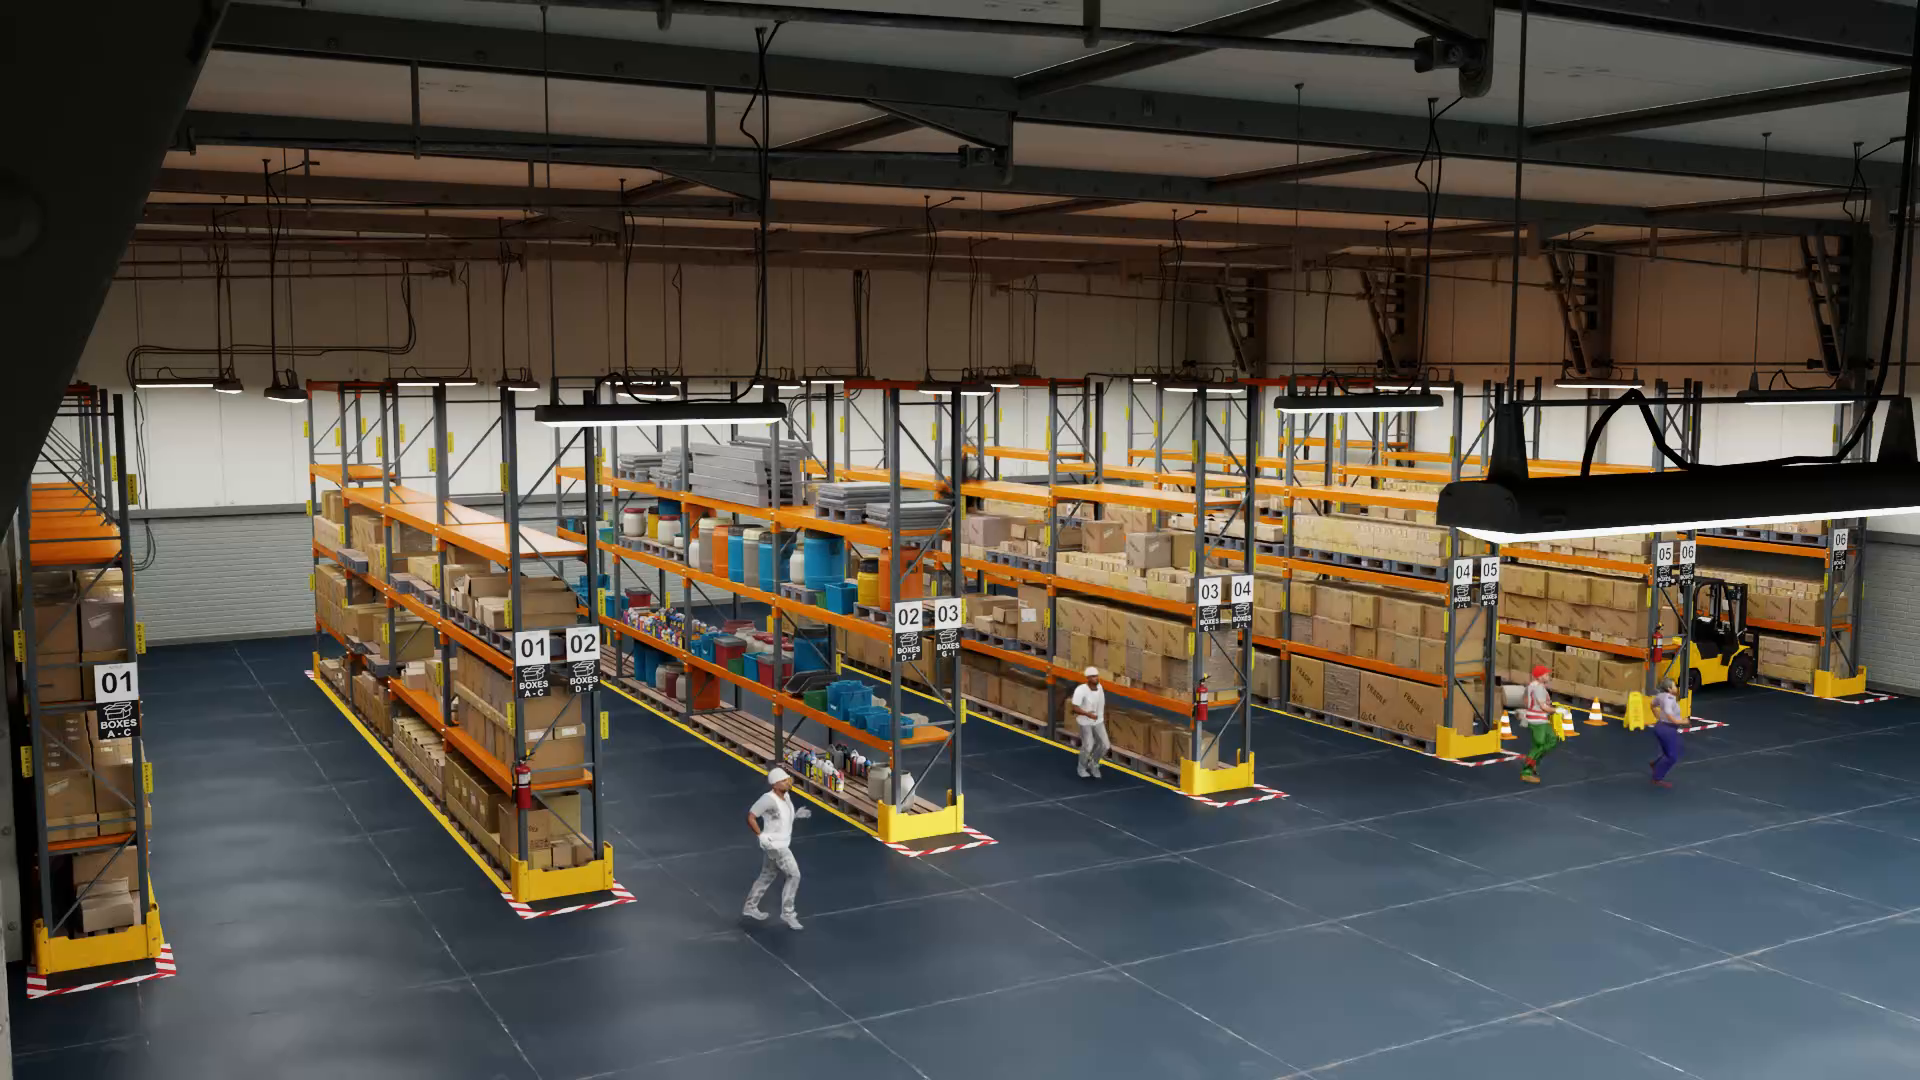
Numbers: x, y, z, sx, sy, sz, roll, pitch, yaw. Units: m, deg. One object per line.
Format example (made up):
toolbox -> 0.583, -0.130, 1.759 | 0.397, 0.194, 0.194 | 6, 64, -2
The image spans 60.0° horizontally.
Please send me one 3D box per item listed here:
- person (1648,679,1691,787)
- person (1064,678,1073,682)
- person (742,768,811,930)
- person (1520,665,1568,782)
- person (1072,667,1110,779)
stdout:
person -> 10.641, 2.884, 24.911 | 0.522, 1.615, 0.657 | 1, 6, 12
person -> 2.080, 1.948, 33.363 | 0.672, 1.710, 0.687 | -4, 7, -33
person -> -2.073, 3.469, 18.739 | 0.786, 1.852, 0.645 | 0, 6, 2
person -> 8.871, 2.738, 25.279 | 0.659, 1.682, 0.717 | 1, 6, 12
person -> 2.000, 2.784, 25.216 | 0.666, 1.751, 0.670 | -3, 7, -29
